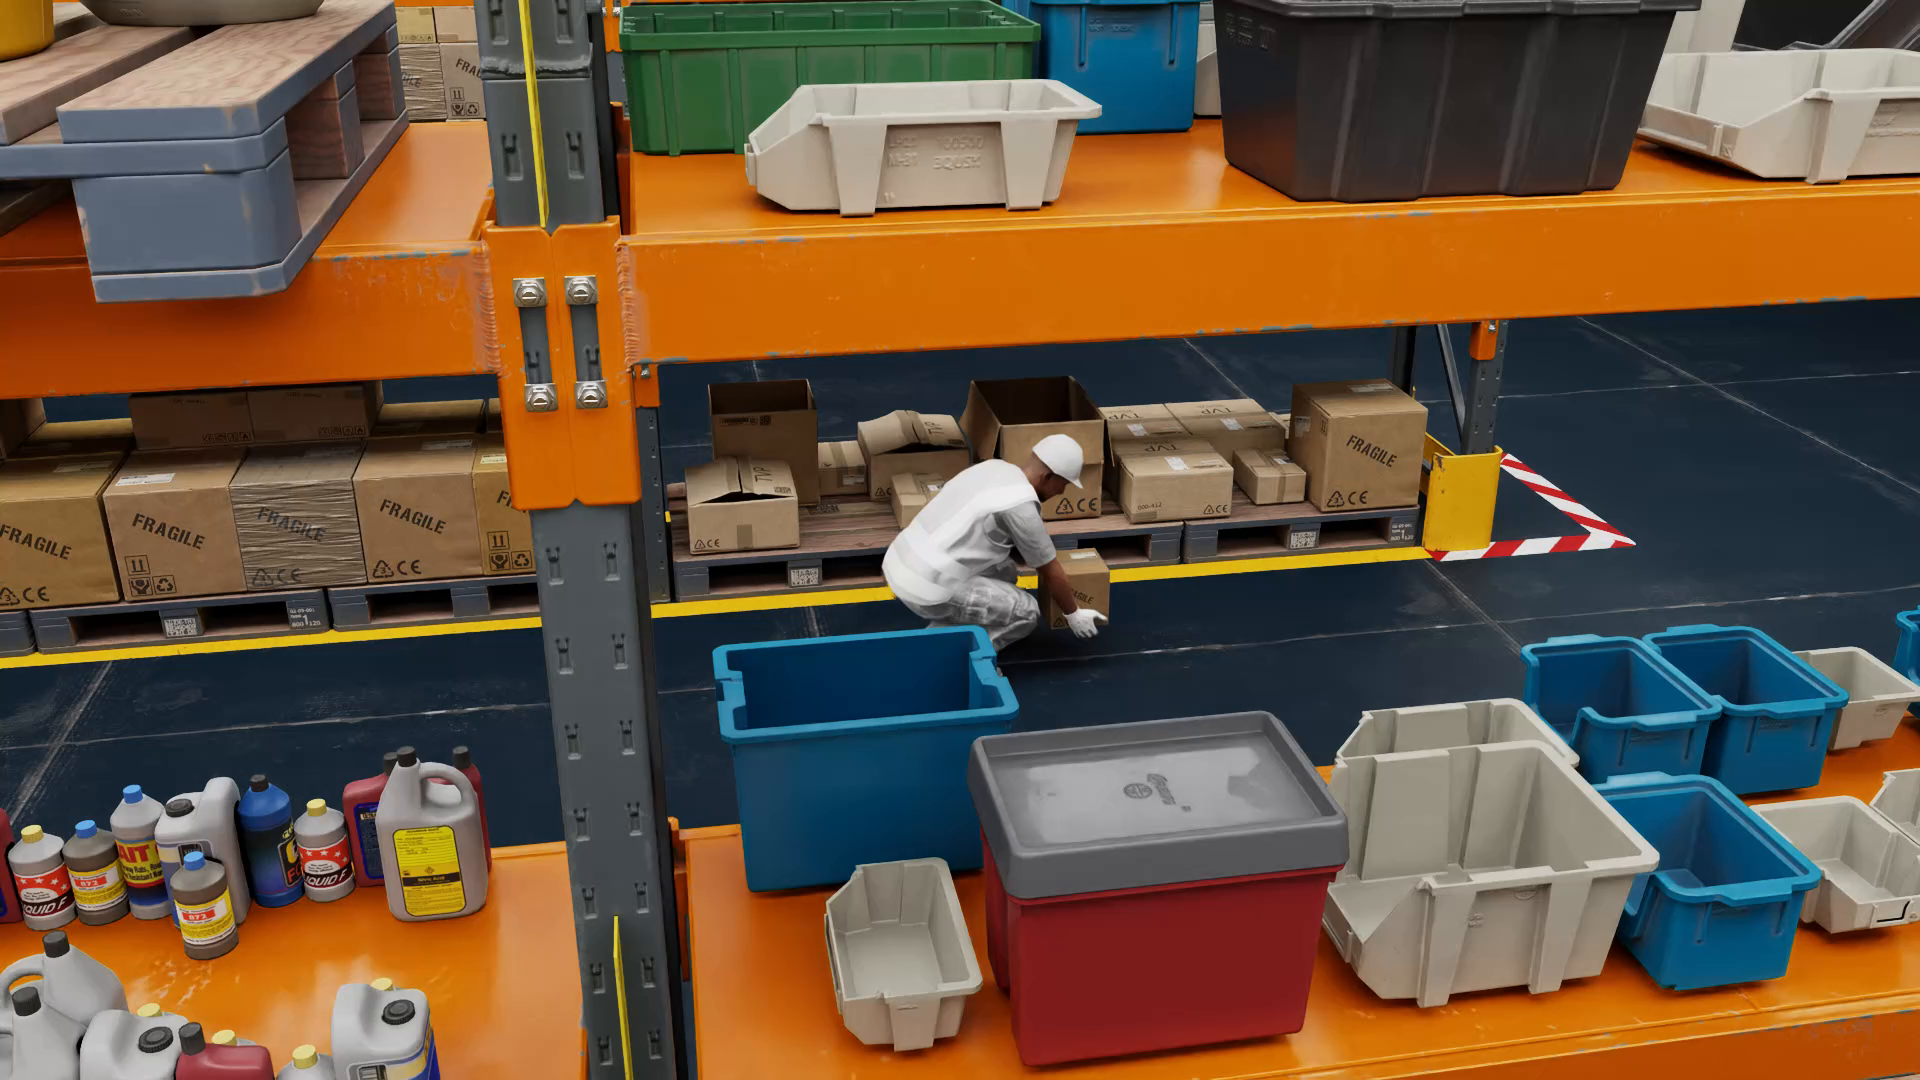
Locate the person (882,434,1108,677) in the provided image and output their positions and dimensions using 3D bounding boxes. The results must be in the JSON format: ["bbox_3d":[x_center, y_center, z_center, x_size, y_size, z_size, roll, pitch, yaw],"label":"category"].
[{"bbox_3d":[0.138,0.067,6.924,0.921,1.001,0.565,-5,24,-11],"label":"person"}]
